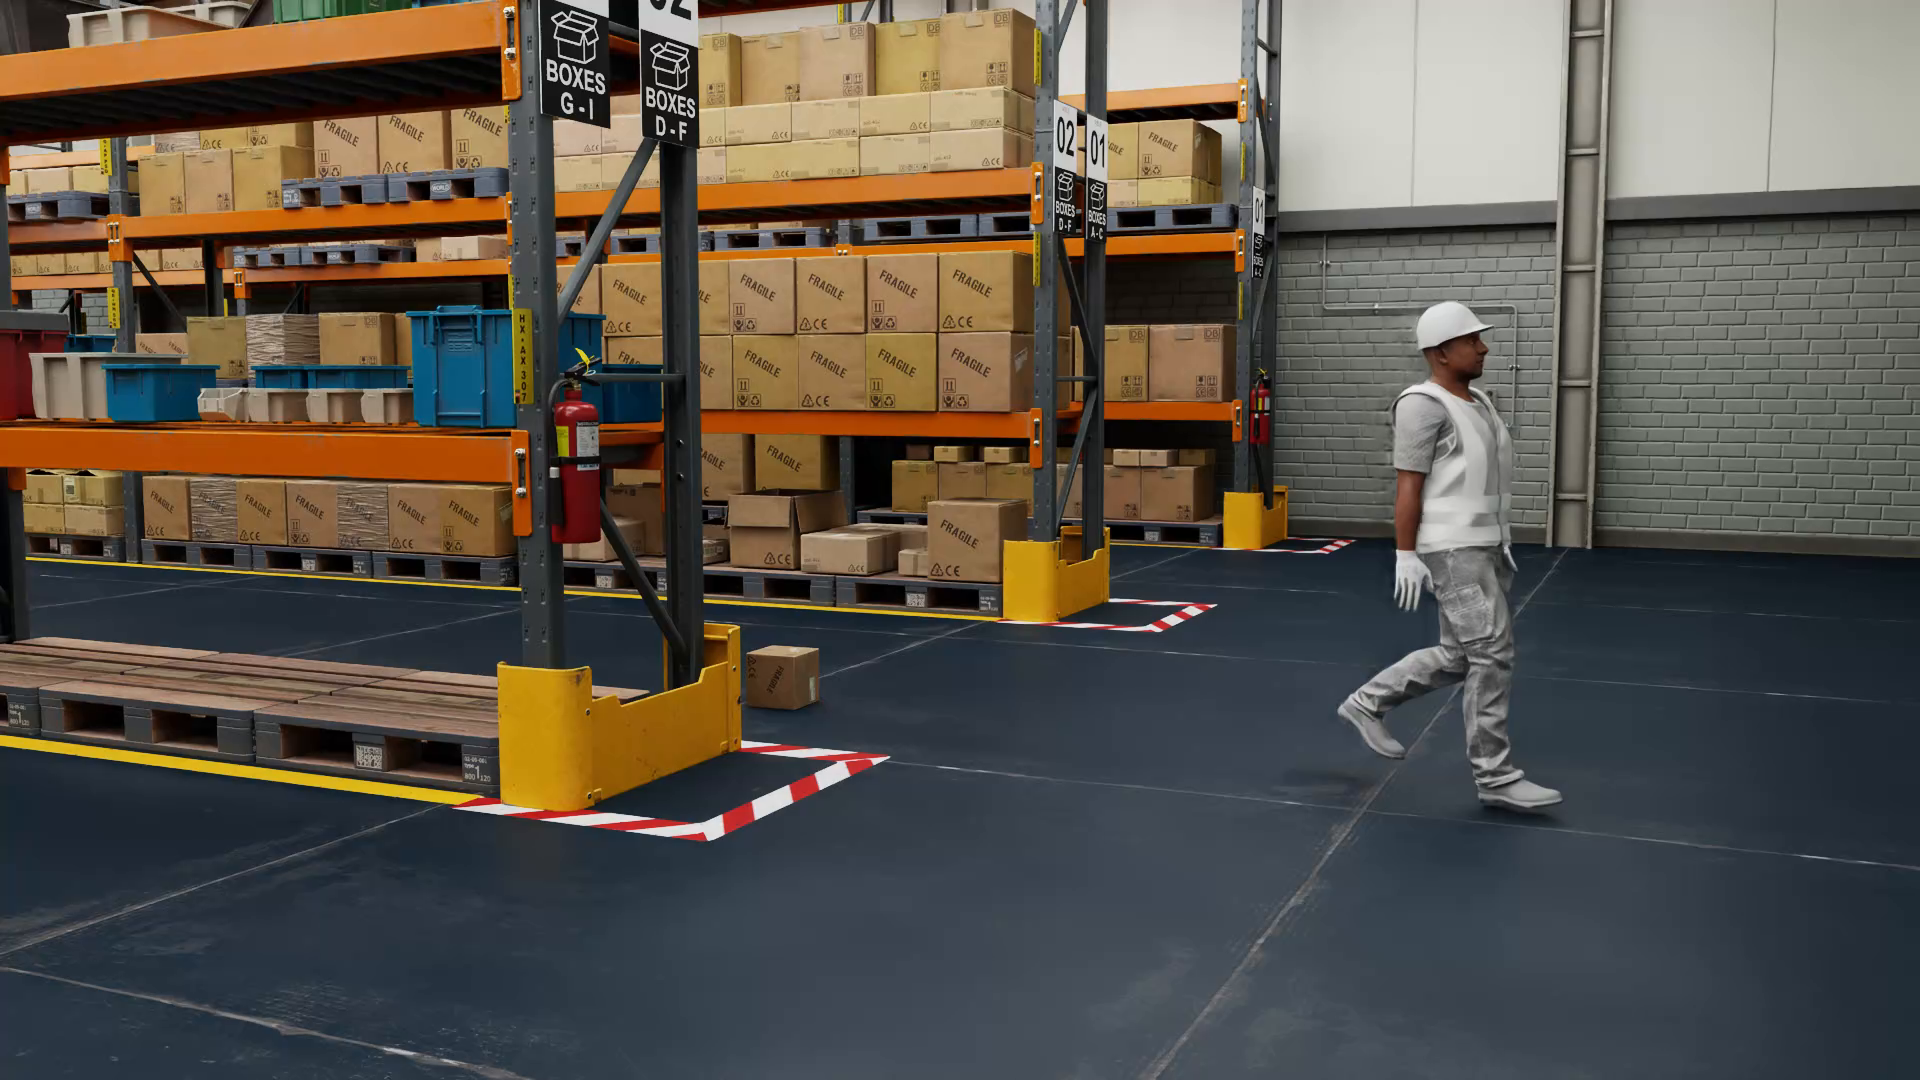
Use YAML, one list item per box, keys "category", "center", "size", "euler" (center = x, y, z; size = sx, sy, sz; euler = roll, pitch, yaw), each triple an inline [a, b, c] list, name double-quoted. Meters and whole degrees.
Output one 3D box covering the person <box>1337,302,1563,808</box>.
- category: "person"
  center: [1.756, 0.035, 5.948]
  size: [0.902, 1.758, 0.569]
  euler: [4, 7, 37]
